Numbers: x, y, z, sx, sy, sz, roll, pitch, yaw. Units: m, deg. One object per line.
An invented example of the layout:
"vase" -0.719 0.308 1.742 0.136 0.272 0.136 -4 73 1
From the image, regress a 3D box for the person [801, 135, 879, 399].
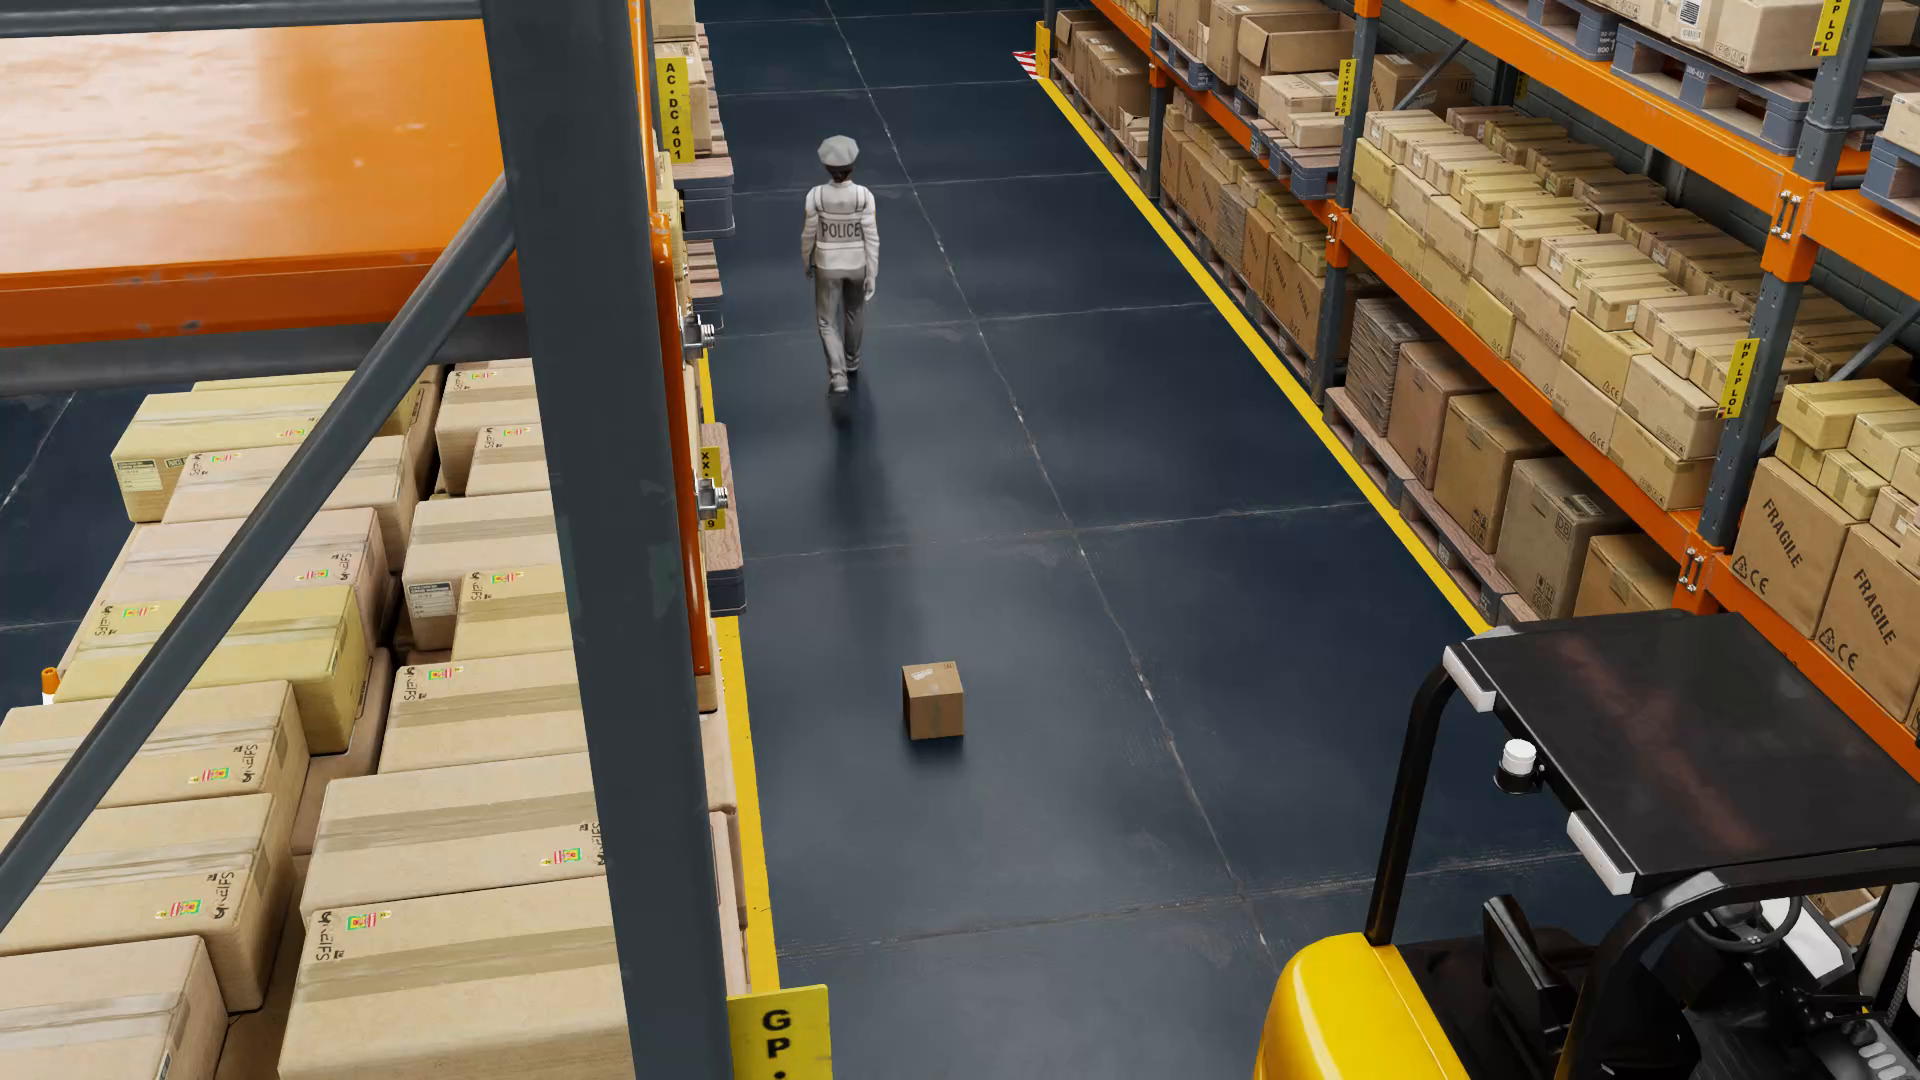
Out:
"person" -0.752 -1.725 10.473 0.477 1.645 0.935 -6 31 -10
